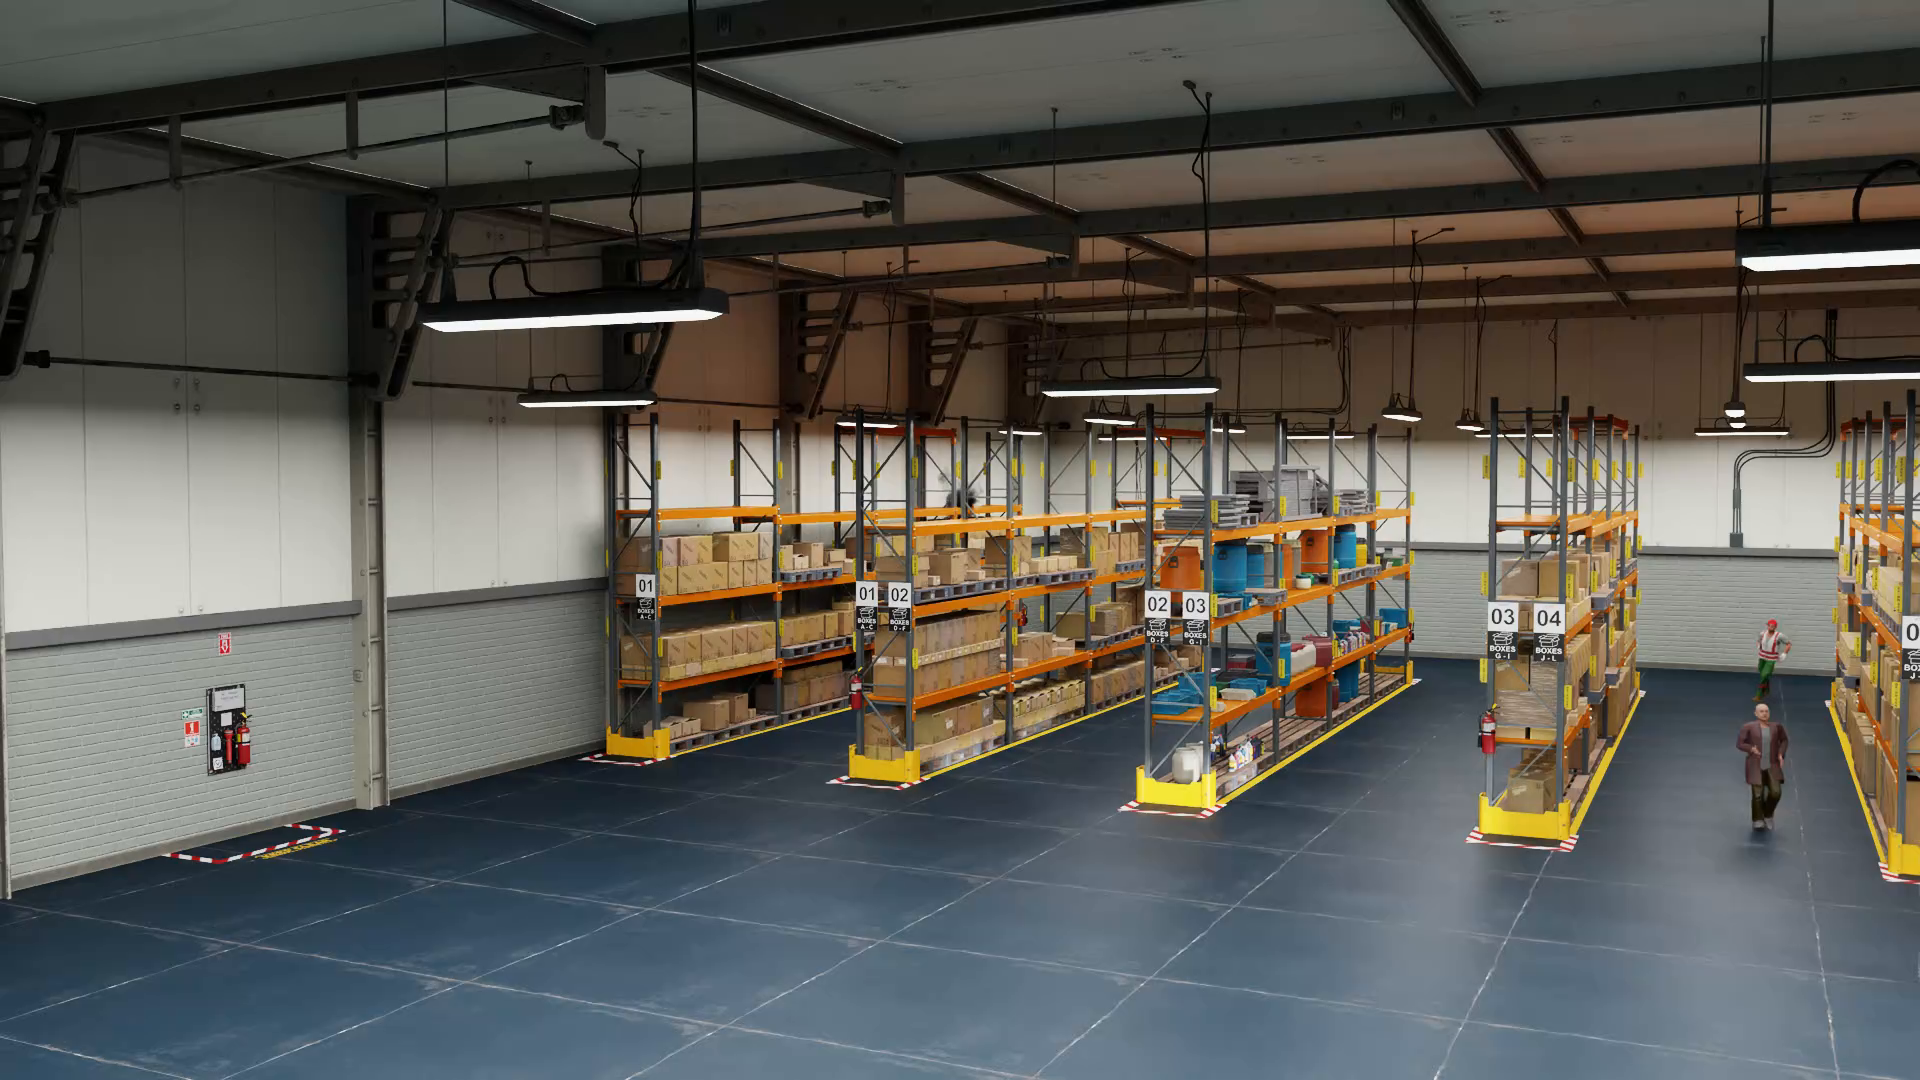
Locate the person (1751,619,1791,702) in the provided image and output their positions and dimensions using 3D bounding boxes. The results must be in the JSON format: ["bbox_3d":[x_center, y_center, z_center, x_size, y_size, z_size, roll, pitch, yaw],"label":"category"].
[{"bbox_3d":[17.431,2.587,35.827,0.909,1.784,0.716,-1,3,-32],"label":"person"}]

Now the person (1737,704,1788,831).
[{"bbox_3d":[11.124,3.252,22.991,0.694,1.570,0.671,1,2,14],"label":"person"}]
